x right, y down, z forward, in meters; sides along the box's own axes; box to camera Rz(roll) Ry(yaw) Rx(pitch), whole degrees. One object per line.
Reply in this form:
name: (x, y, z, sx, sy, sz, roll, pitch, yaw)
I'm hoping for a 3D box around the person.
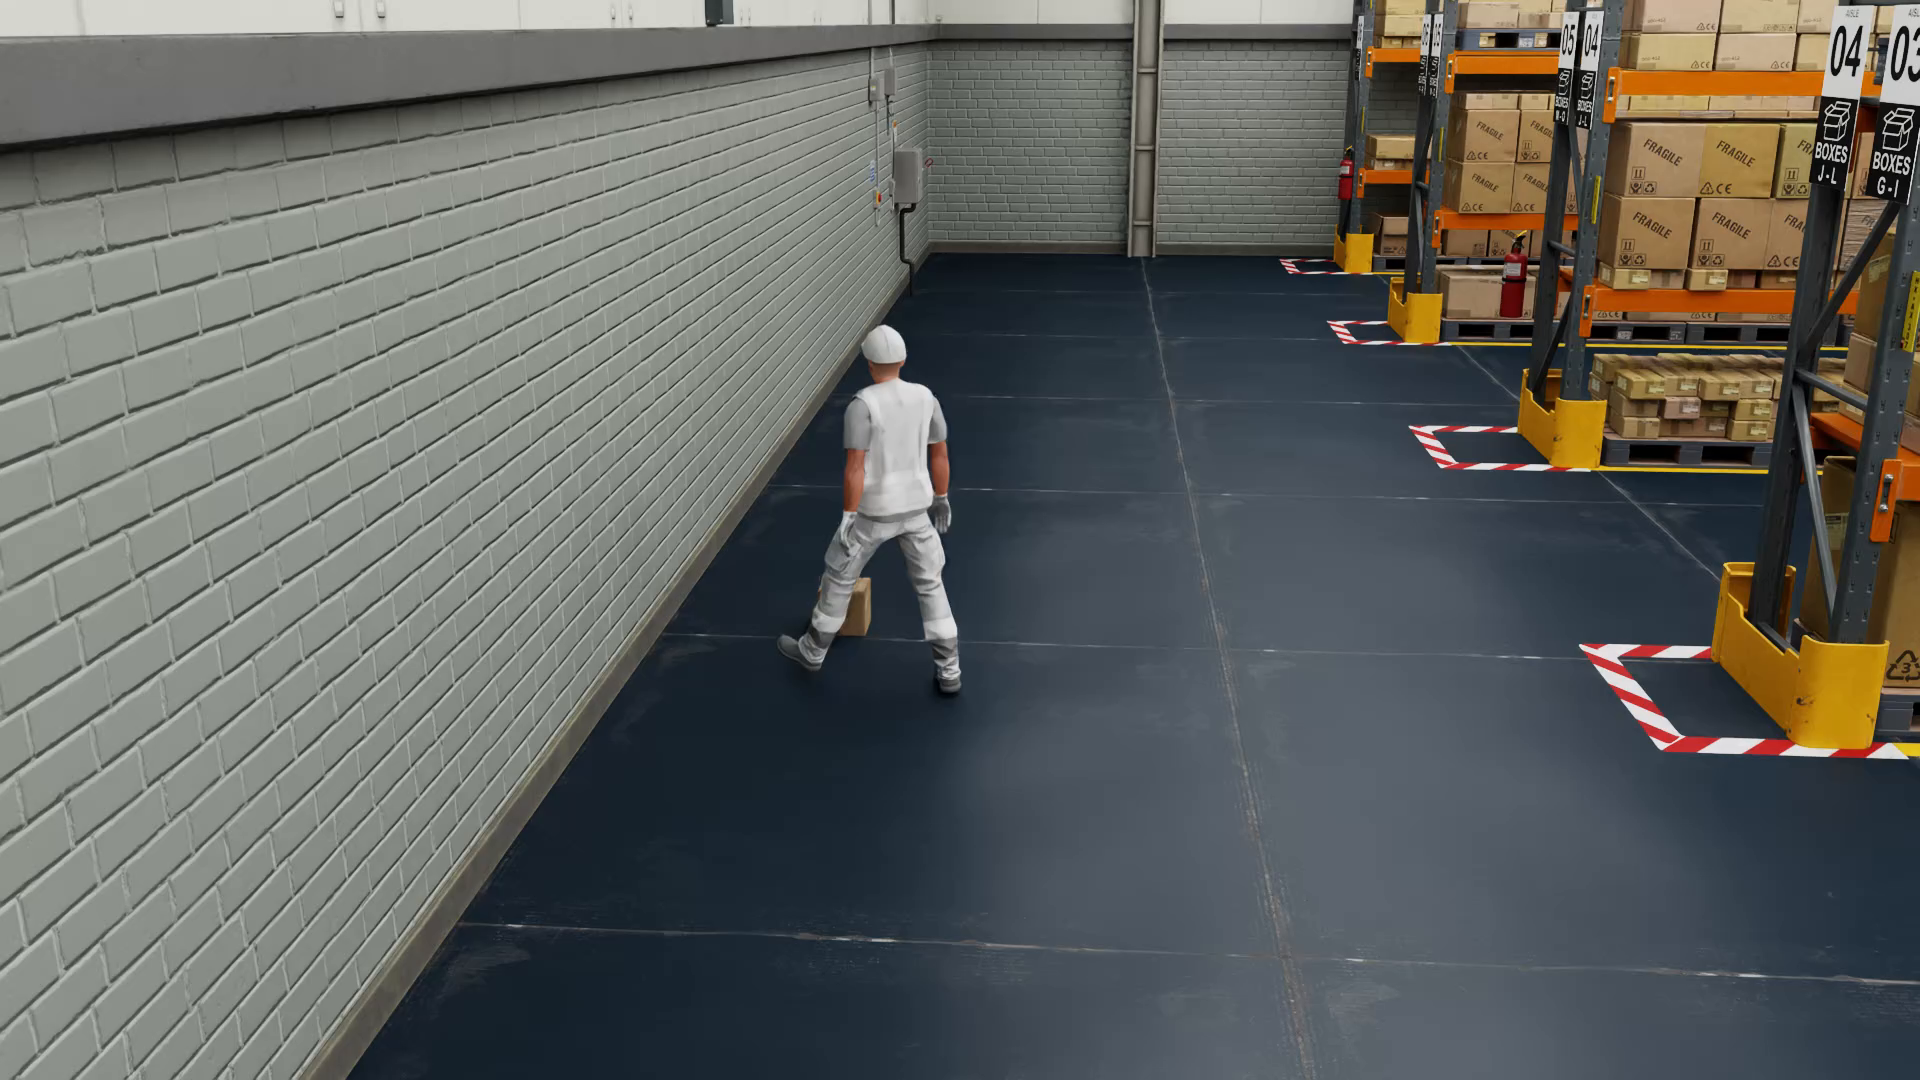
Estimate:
person: (-0.414, -0.169, 8.033, 0.762, 1.755, 0.829, -10, 20, -29)
